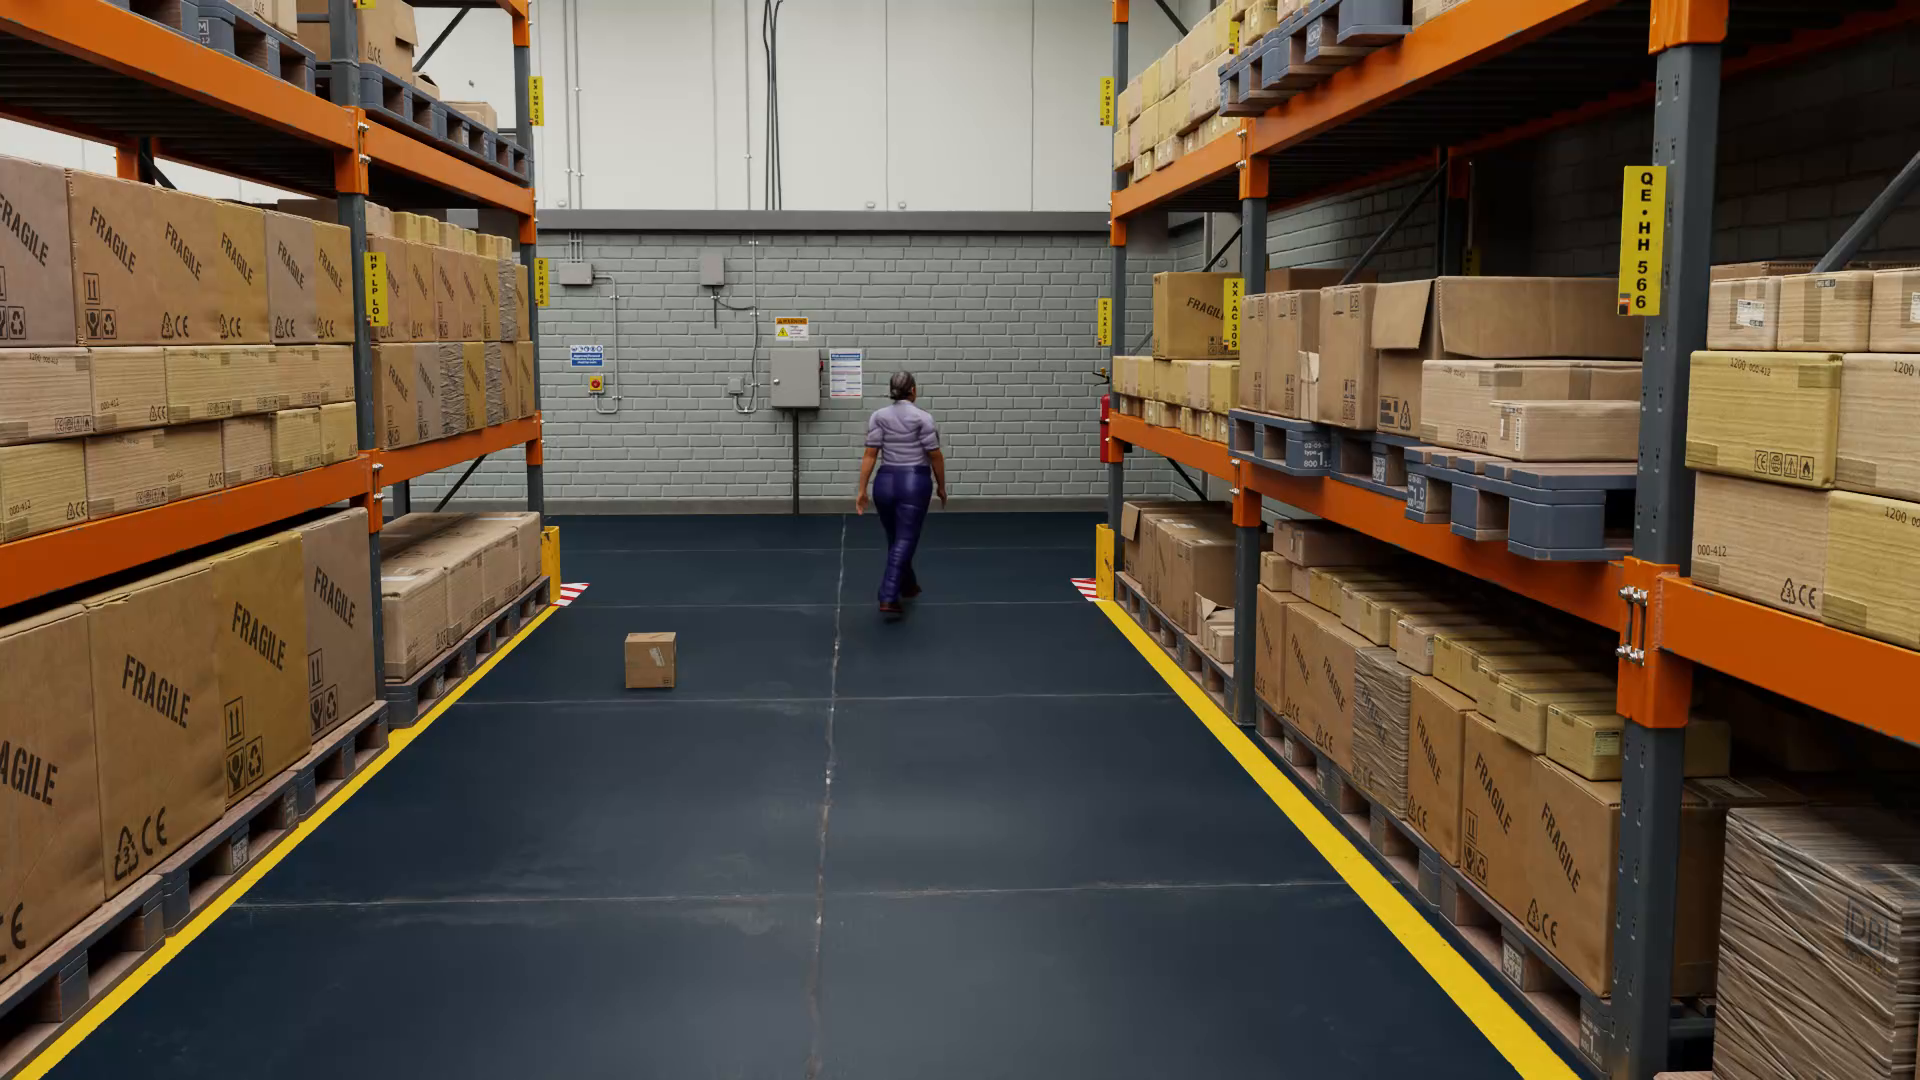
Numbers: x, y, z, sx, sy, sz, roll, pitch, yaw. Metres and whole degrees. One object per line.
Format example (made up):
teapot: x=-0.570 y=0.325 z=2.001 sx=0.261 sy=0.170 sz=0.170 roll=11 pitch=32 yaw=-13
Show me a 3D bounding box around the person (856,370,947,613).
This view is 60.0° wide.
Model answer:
person: x=-0.348 y=-0.345 z=11.085 sx=0.512 sy=1.571 sz=1.054 roll=3 pitch=8 yaw=23
